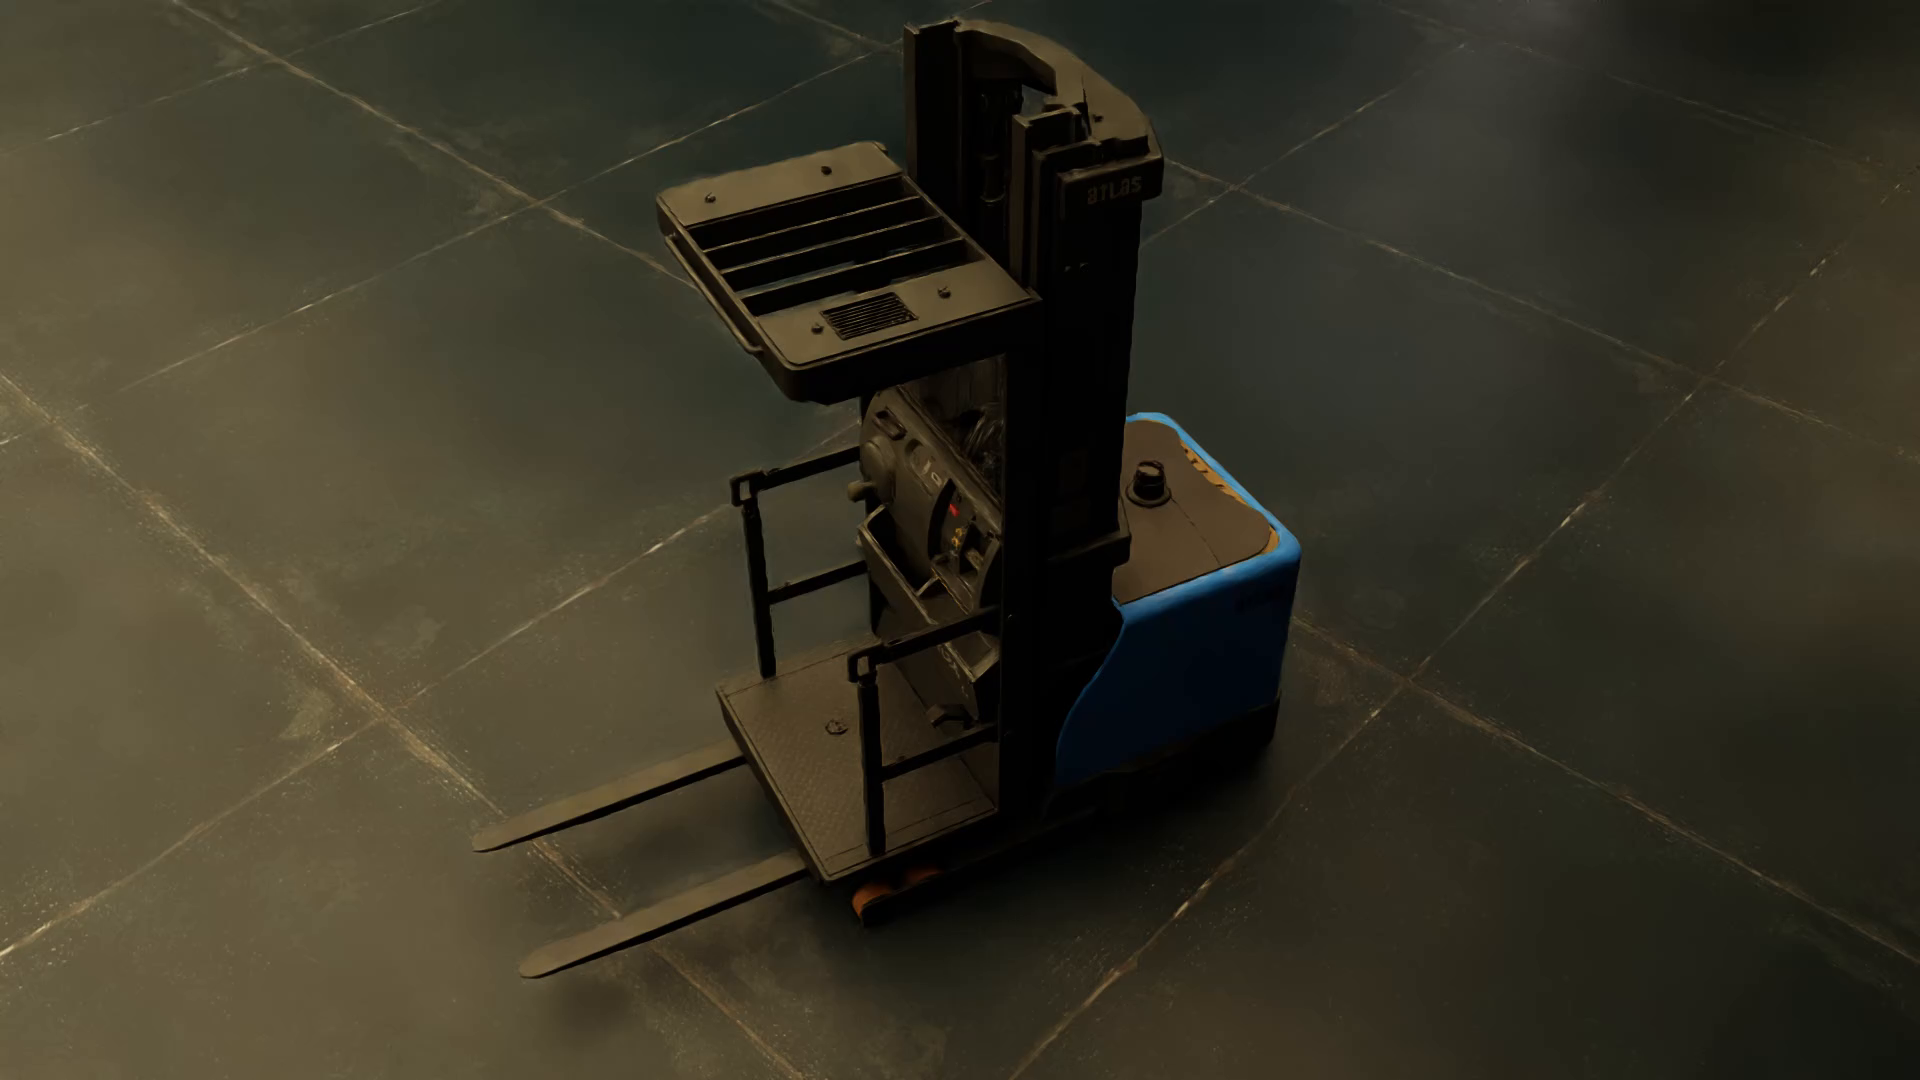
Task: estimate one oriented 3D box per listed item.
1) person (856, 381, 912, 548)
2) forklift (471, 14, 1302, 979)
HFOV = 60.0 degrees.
[{"bbox_3d":[-0.065,-0.638,7.047,0.694,1.776,0.580,31,49,31],"label":"person"},{"bbox_3d":[-0.289,-0.112,5.559,3.031,2.935,1.130,-19,44,-21],"label":"forklift"}]
